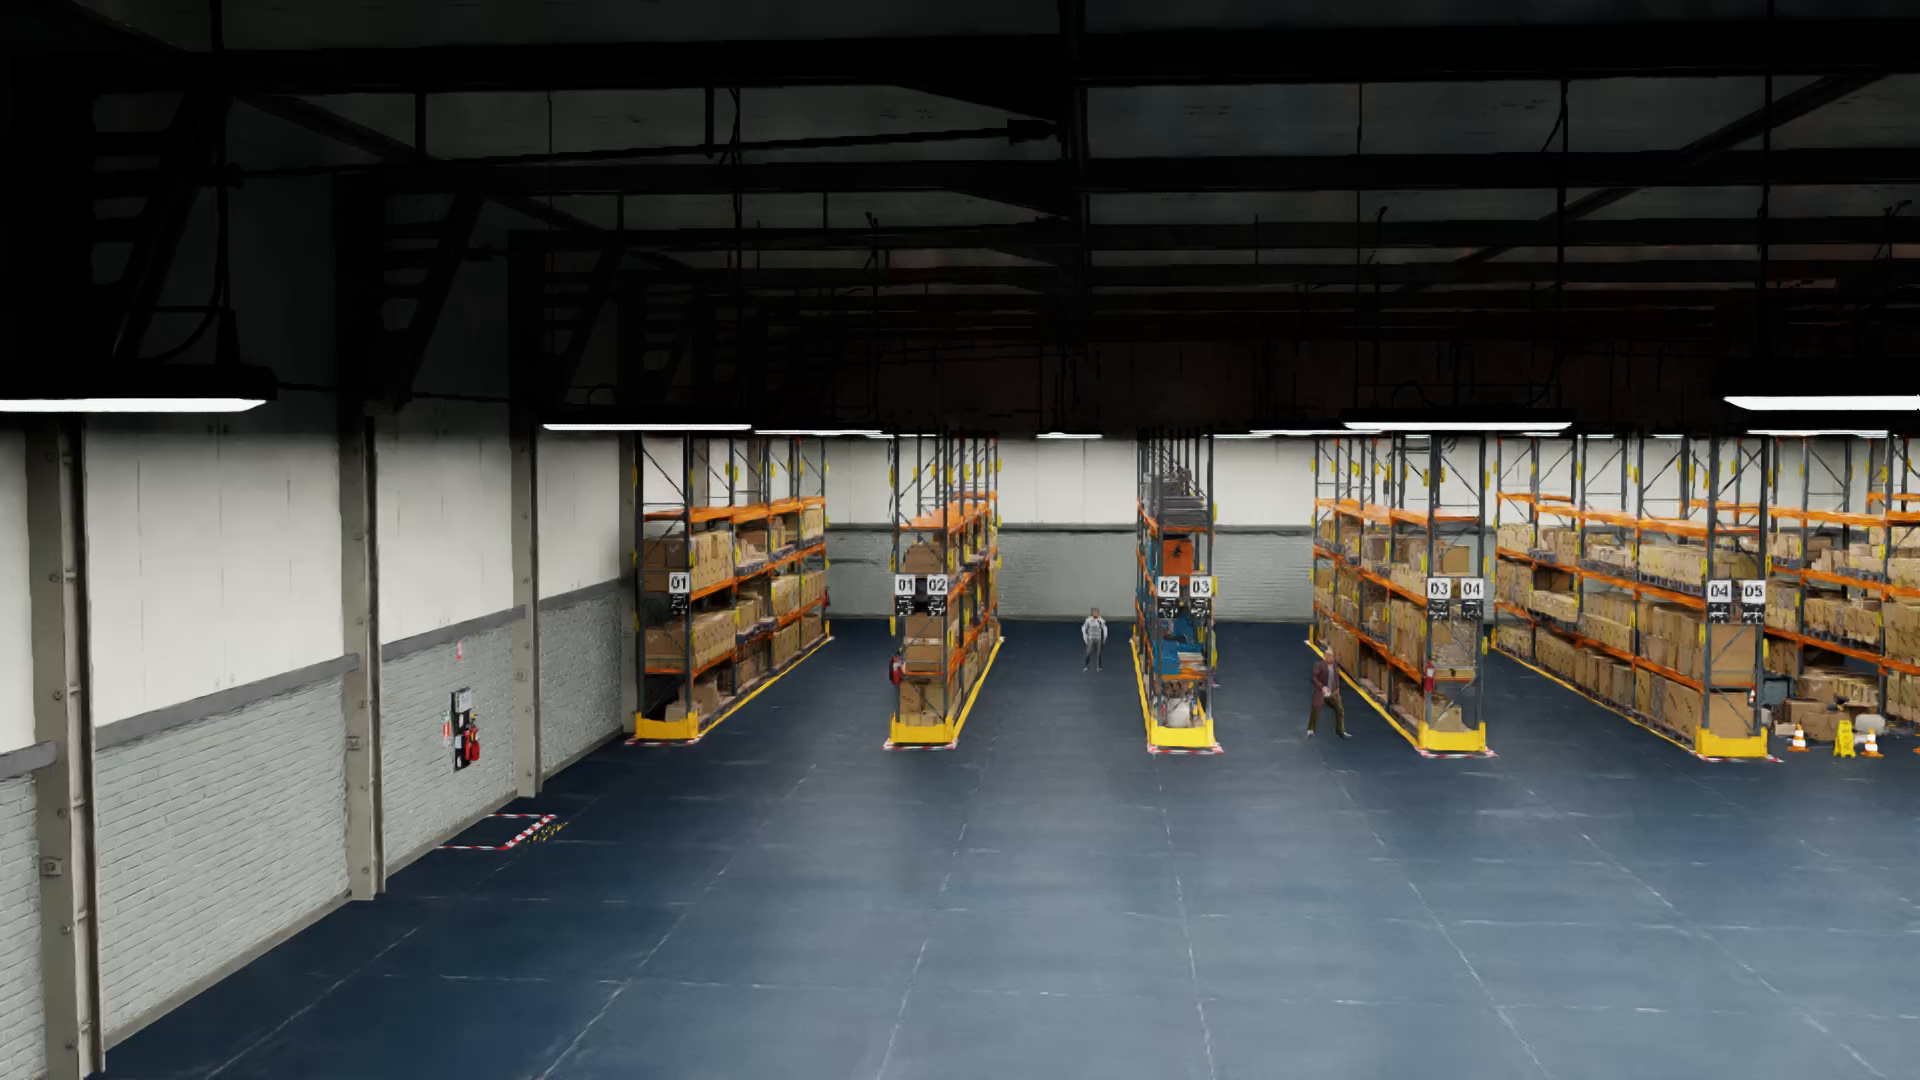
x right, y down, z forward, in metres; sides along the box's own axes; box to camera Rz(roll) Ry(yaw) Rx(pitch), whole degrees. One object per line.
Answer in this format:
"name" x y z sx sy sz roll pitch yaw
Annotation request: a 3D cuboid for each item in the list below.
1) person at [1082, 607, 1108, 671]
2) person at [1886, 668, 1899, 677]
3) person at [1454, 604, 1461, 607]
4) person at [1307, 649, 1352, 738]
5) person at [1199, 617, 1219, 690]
"person" 3.331 2.442 41.152 0.639 1.632 0.512 0 3 3
"person" 22.376 2.439 39.678 0.586 1.768 0.640 2 4 30
"person" 14.706 1.930 48.721 0.572 1.704 1.030 1 4 14
"person" 7.031 2.933 31.958 0.726 1.715 0.885 -1 4 -13
"person" 5.706 2.577 38.177 0.388 1.669 0.621 1 4 22
